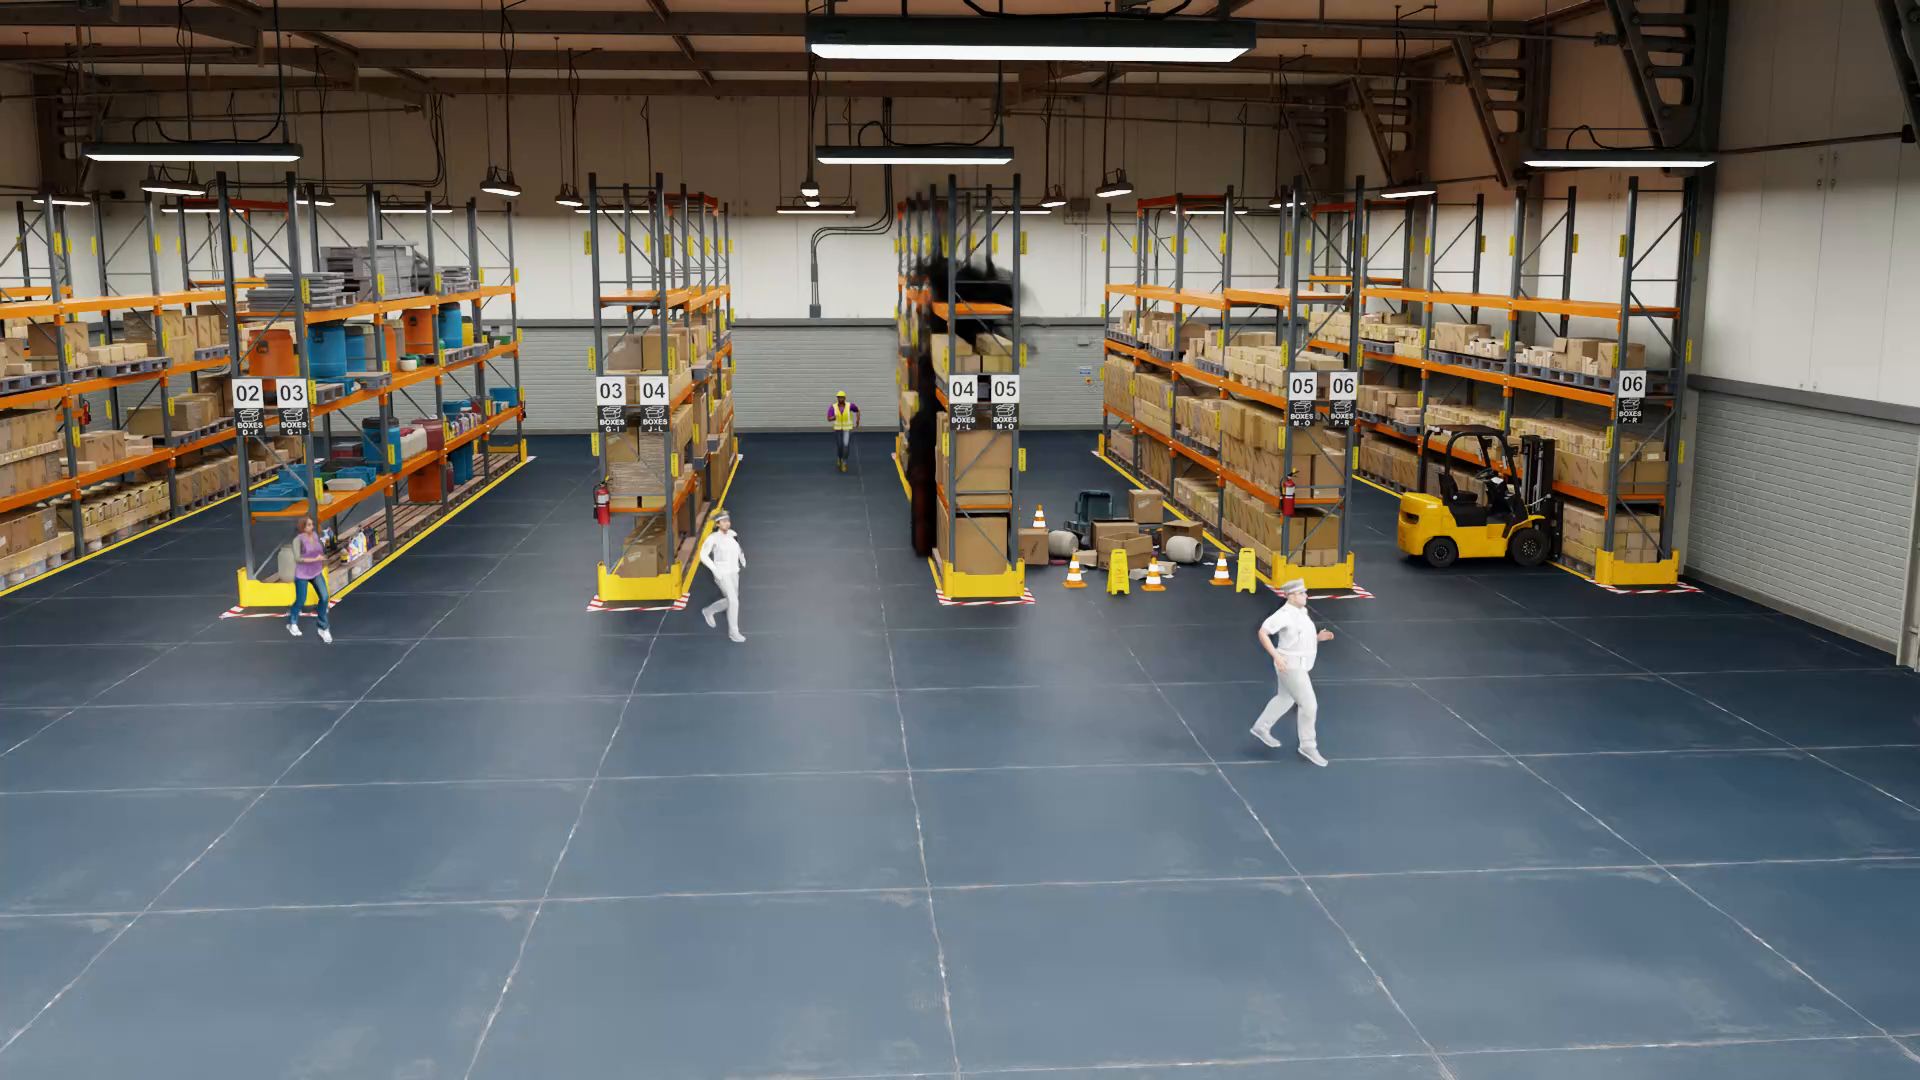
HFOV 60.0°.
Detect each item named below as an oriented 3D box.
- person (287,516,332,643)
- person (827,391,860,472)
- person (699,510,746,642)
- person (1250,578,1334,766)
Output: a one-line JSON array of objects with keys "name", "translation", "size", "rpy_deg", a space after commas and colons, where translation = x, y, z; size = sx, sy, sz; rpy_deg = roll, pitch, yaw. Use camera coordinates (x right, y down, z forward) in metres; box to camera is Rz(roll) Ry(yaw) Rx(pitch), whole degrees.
[{"name": "person", "translation": [-8.341, 0.493, 21.262], "size": [0.805, 1.643, 0.507], "rpy_deg": [6, 12, 31]}, {"name": "person", "translation": [-2.633, -2.464, 37.601], "size": [0.712, 1.817, 0.909], "rpy_deg": [1, 10, 5]}, {"name": "person", "translation": [-3.050, 0.439, 21.442], "size": [0.756, 1.696, 0.611], "rpy_deg": [8, 13, 37]}, {"name": "person", "translation": [3.269, 1.270, 16.391], "size": [0.837, 1.839, 0.640], "rpy_deg": [5, 11, 25]}]
